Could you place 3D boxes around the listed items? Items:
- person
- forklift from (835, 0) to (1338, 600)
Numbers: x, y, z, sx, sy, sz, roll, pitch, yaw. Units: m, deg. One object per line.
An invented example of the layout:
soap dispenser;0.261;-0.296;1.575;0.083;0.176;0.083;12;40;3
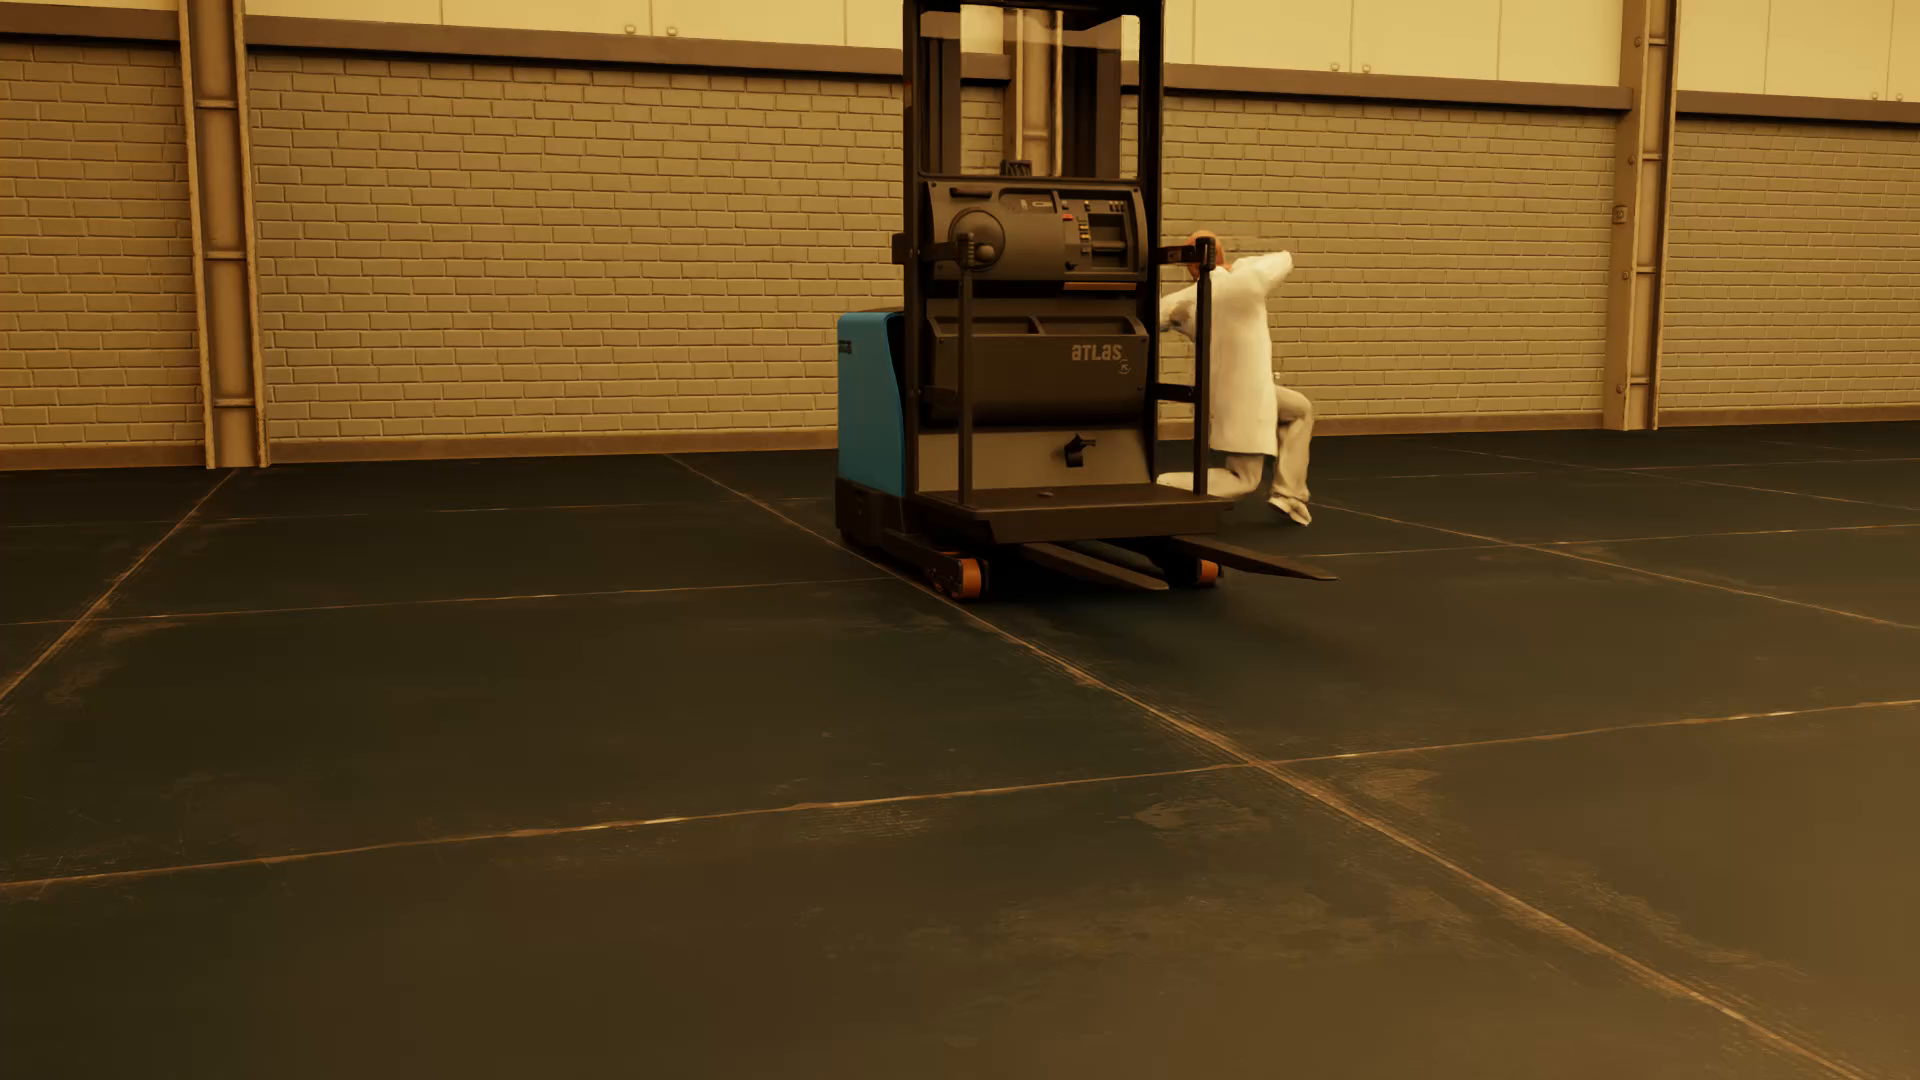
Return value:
person;1.248;-0.794;8.357;1.046;1.479;0.958;-4;9;-29
forklift;0.393;-1.286;6.501;1.130;2.935;3.031;-3;8;-20
